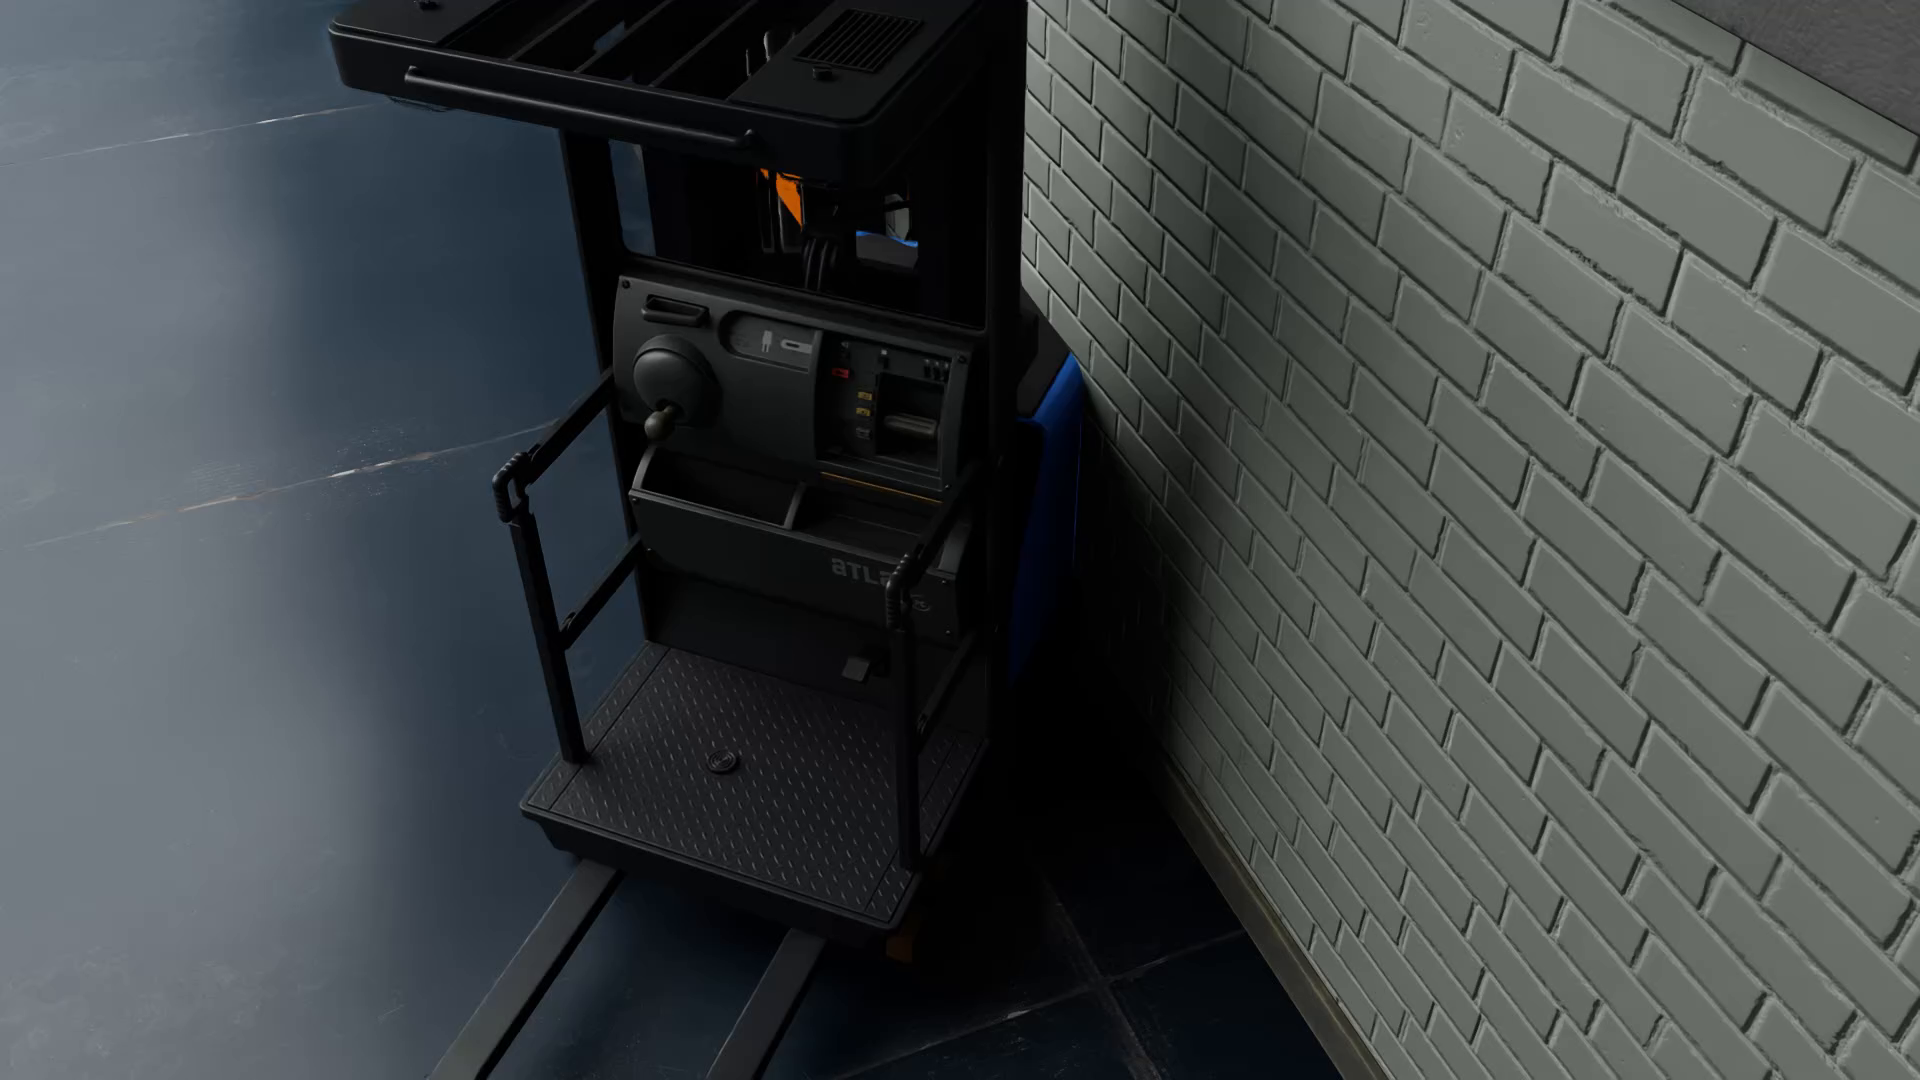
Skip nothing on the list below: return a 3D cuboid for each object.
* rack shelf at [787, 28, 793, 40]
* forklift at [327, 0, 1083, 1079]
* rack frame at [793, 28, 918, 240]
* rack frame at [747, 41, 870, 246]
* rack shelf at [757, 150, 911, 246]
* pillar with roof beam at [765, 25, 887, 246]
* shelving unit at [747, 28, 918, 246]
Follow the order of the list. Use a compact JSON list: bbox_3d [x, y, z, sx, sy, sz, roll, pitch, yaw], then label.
[{"bbox_3d":[-0.404,-1.719,5.080,0.431,0.518,0.480,-16,43,-18],"label":"rack shelf"},{"bbox_3d":[-0.492,-0.296,3.847,1.130,2.935,3.031,14,43,16],"label":"forklift"},{"bbox_3d":[-0.311,-1.050,5.353,0.400,2.100,0.015,-16,43,-18],"label":"rack frame"},{"bbox_3d":[-0.508,-1.339,5.693,0.400,2.100,0.015,-16,43,-18],"label":"rack frame"},{"bbox_3d":[-0.410,-1.184,5.532,0.431,0.518,0.480,-16,43,-18],"label":"rack shelf"},{"bbox_3d":[-4.456,-3.056,2.402,9.100,9.000,0.400,-15,43,-17],"label":"pillar with roof beam"},{"bbox_3d":[-0.410,-1.195,5.523,0.431,2.100,0.503,-16,43,-18],"label":"shelving unit"}]
